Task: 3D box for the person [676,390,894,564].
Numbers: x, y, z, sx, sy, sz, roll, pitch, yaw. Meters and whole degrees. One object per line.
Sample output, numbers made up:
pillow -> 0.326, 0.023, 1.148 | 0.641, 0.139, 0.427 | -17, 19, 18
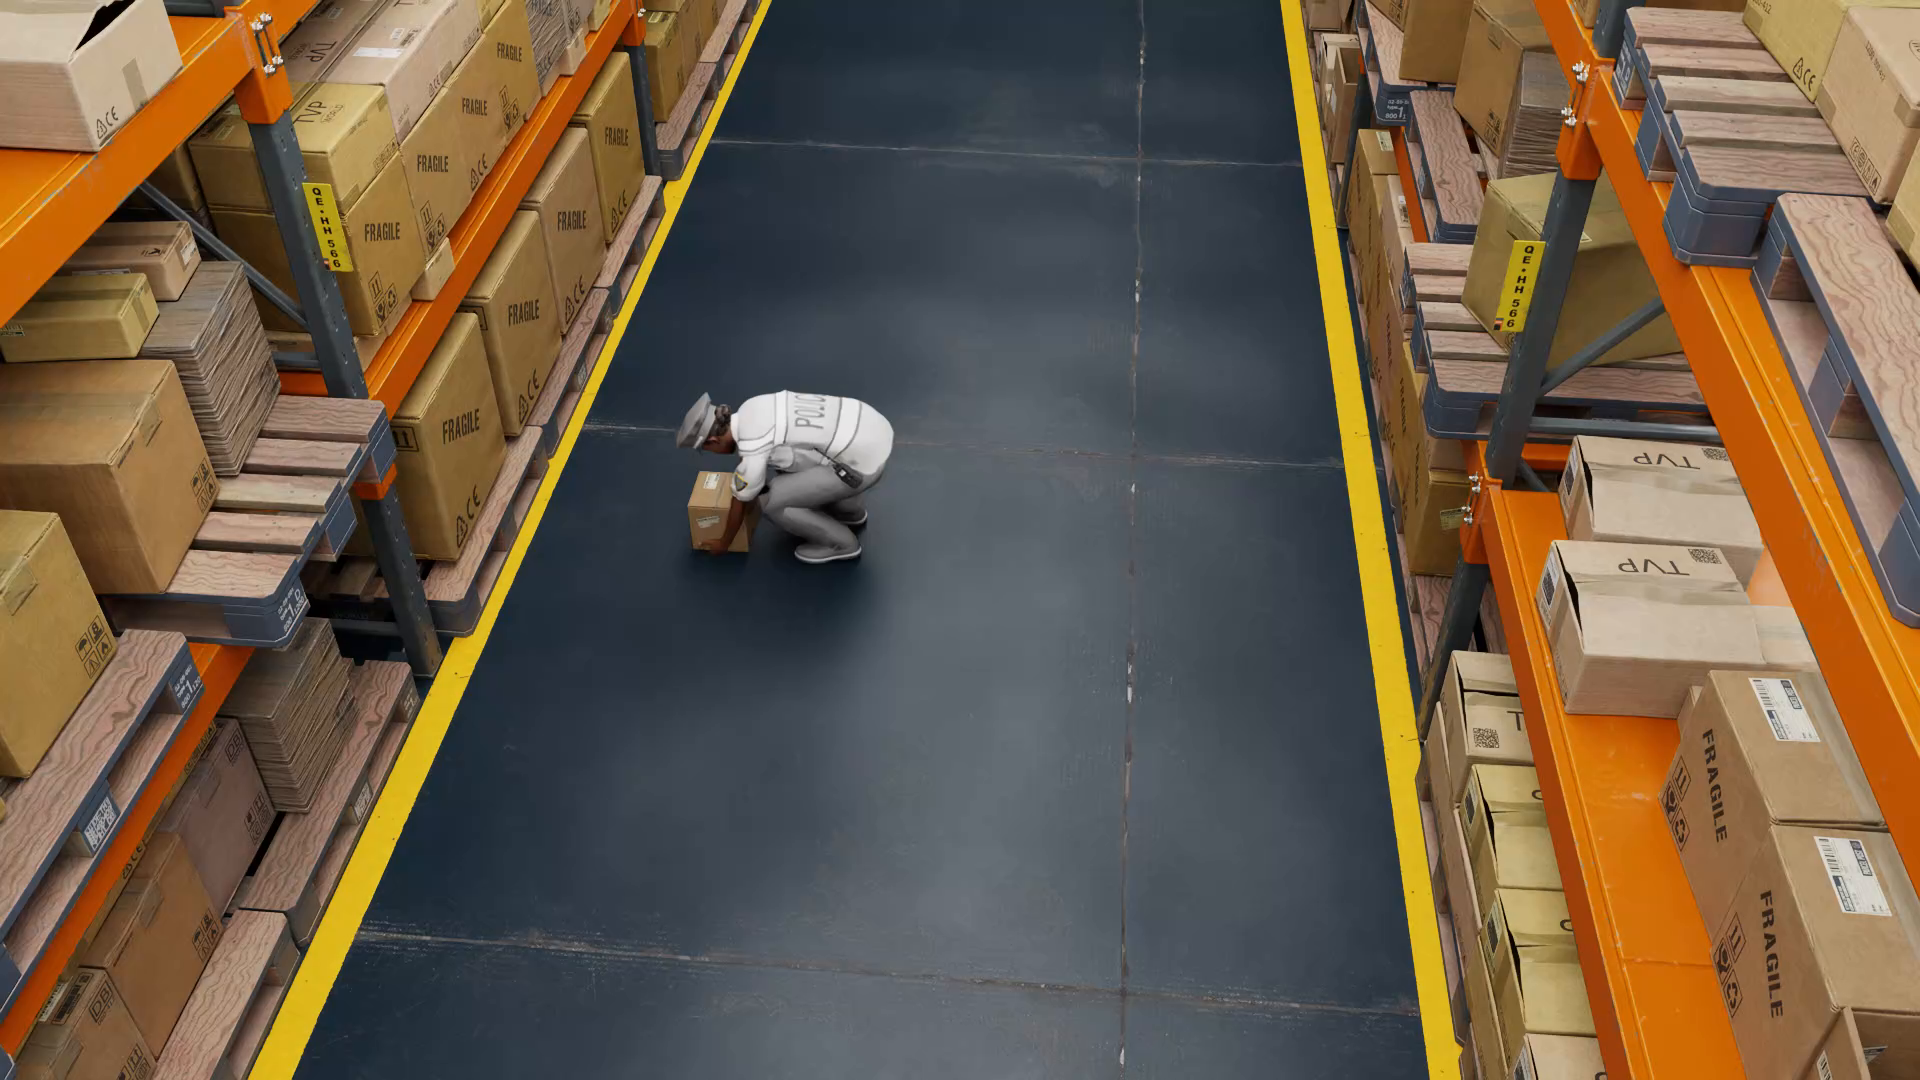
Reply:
person -> -0.749, -0.299, 7.222 | 0.923, 0.773, 0.456 | 2, 40, 3
